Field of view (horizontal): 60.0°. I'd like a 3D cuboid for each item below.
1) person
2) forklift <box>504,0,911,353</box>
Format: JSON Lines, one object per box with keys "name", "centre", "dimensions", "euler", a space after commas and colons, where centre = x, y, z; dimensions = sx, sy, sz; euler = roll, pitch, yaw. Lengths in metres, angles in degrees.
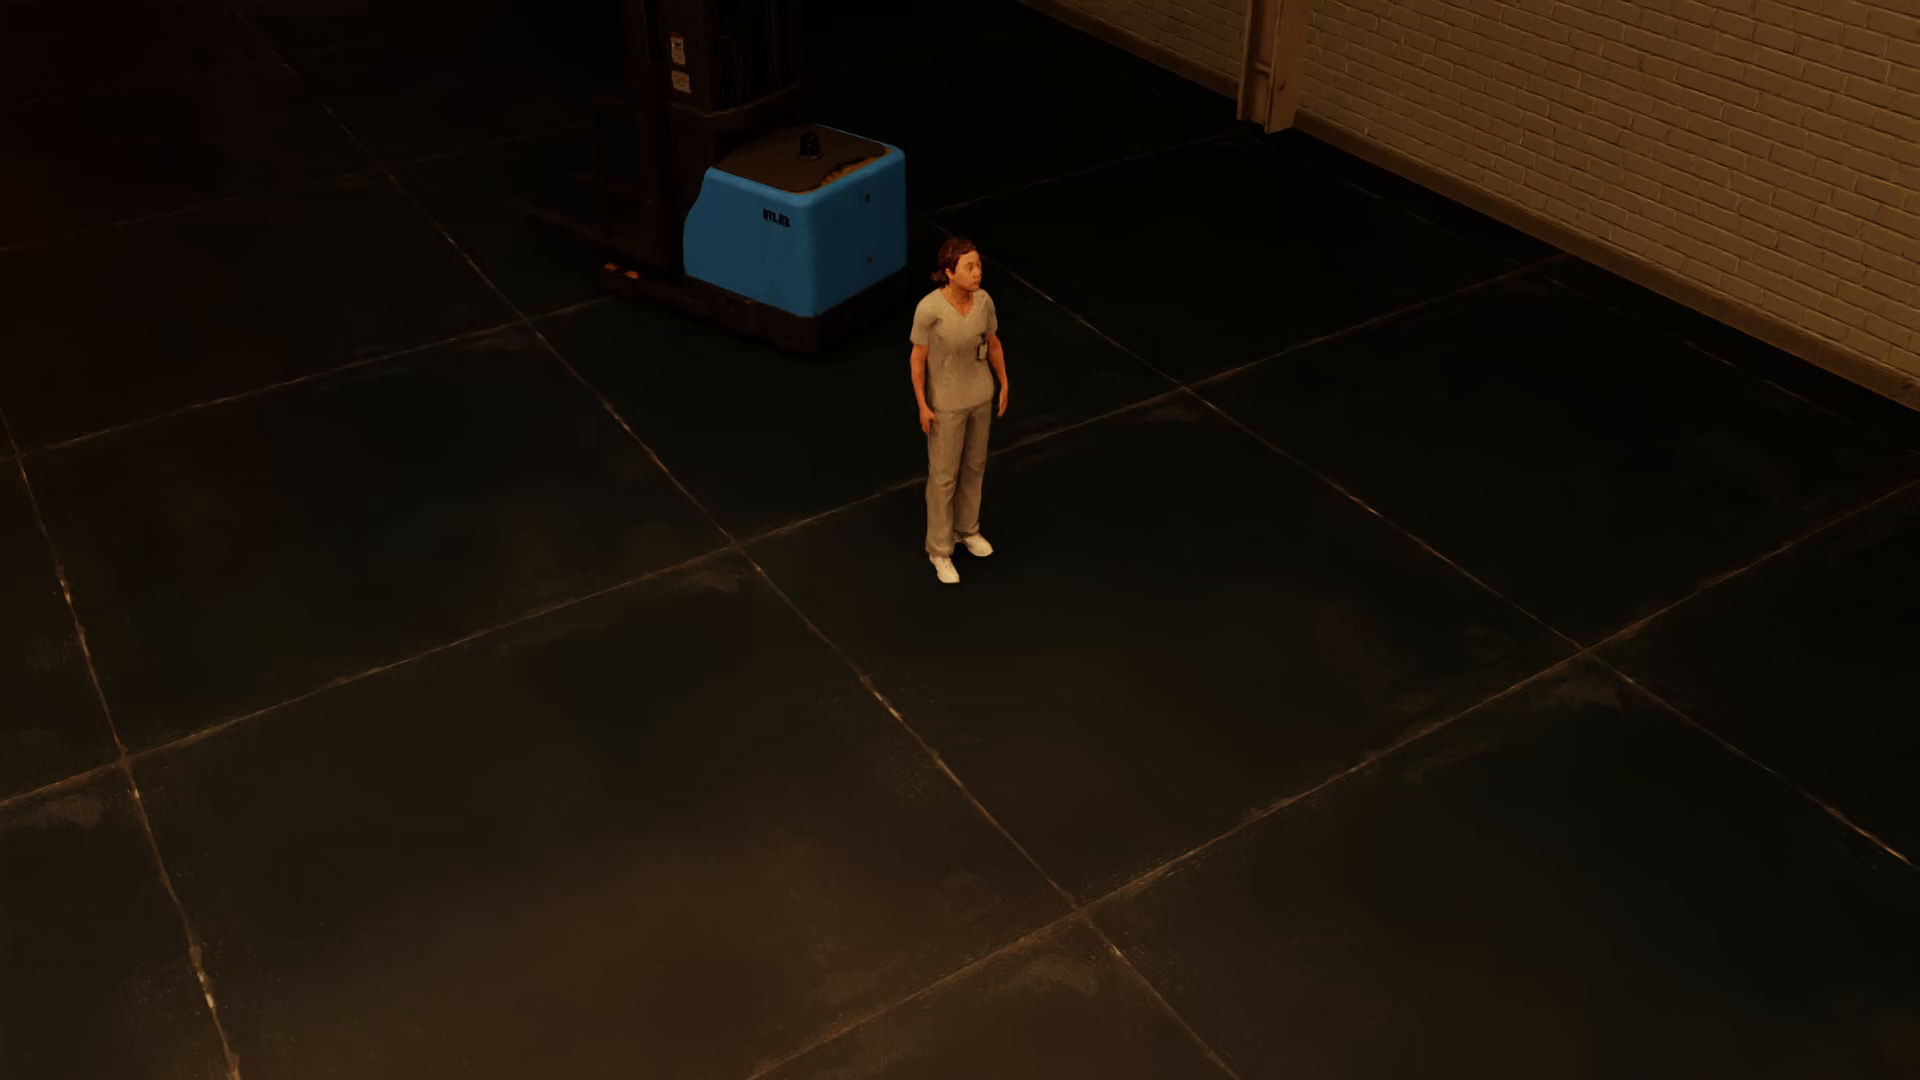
{"name": "person", "centre": [0.029, -0.652, 8.155], "dimensions": [0.550, 1.674, 0.548], "euler": [-21, 40, -27]}
{"name": "forklift", "centre": [-1.802, -3.028, 10.456], "dimensions": [3.031, 2.935, 1.130], "euler": [23, 41, 29]}
